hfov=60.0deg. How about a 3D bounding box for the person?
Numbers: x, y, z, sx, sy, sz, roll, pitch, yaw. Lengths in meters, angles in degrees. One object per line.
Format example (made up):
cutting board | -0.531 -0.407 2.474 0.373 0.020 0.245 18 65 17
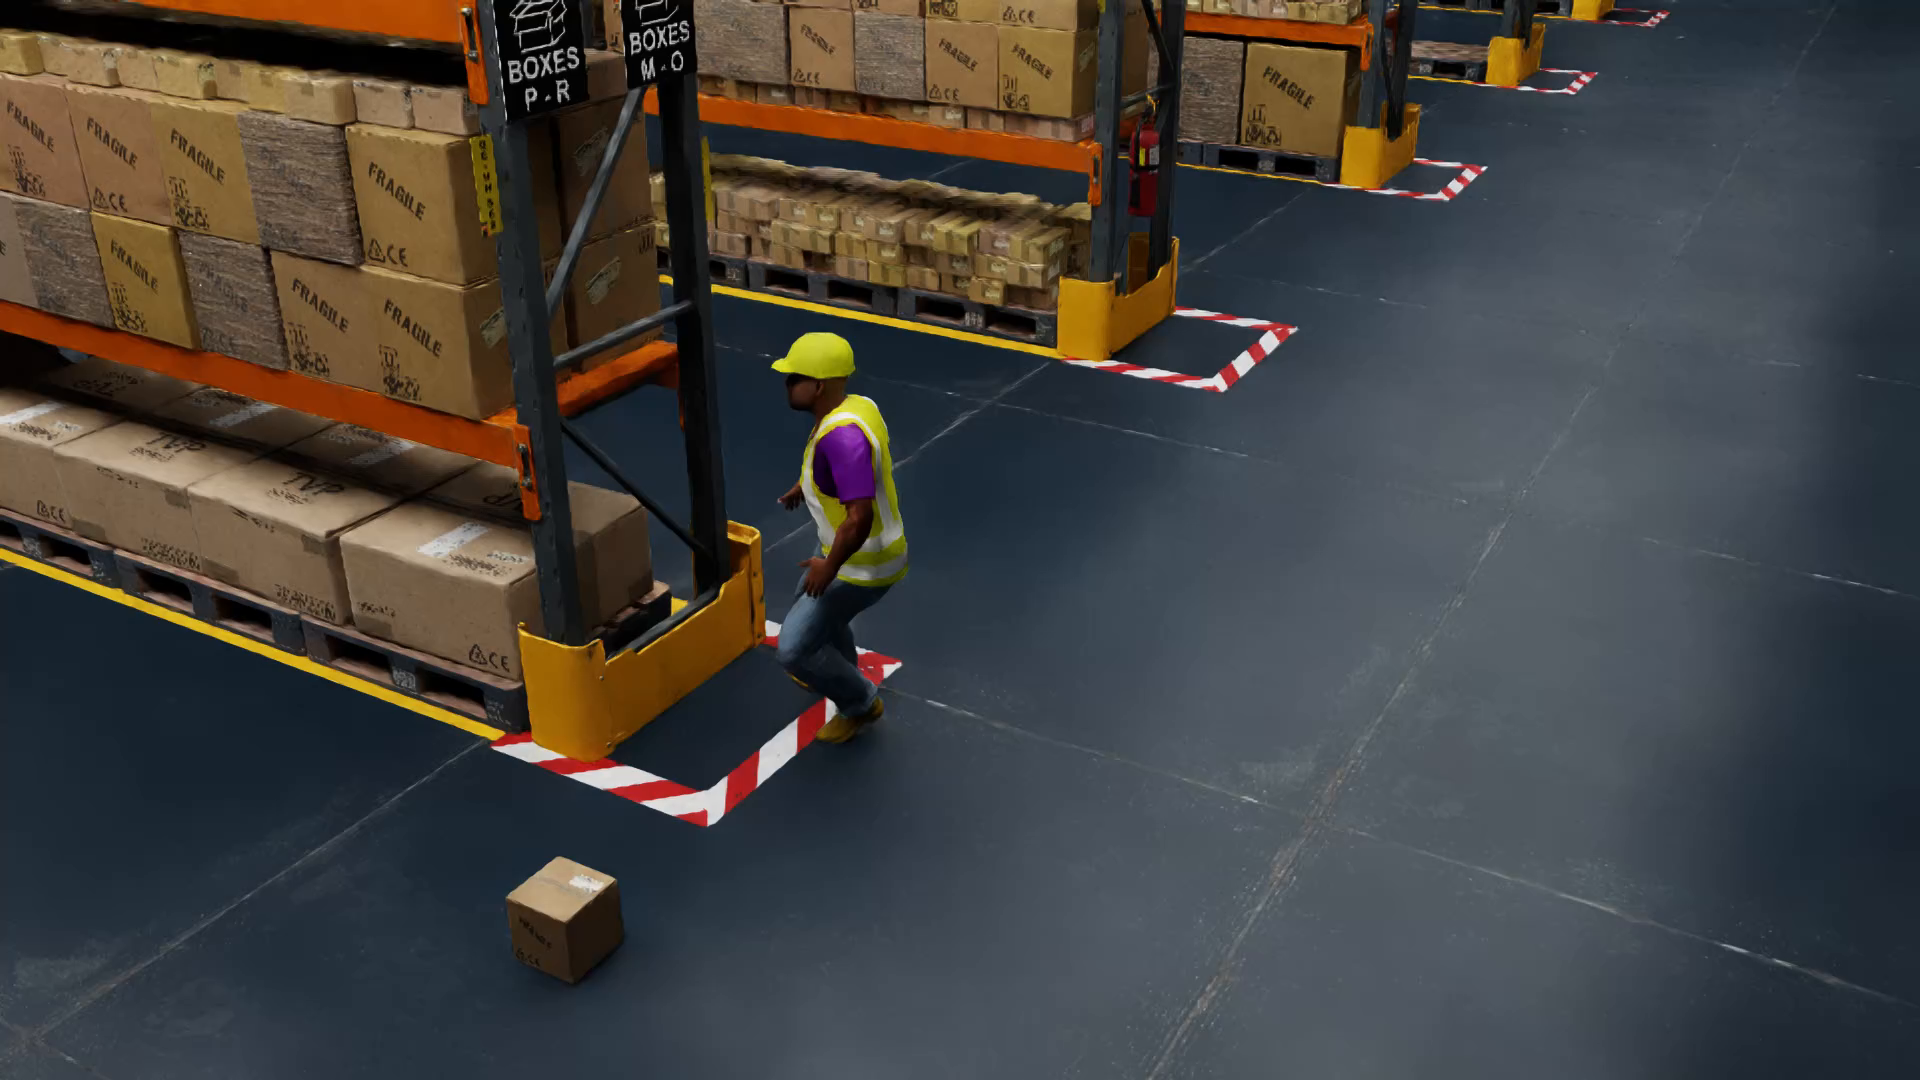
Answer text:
person | -0.460 0.007 6.224 0.500 1.687 0.968 -3 27 -6
